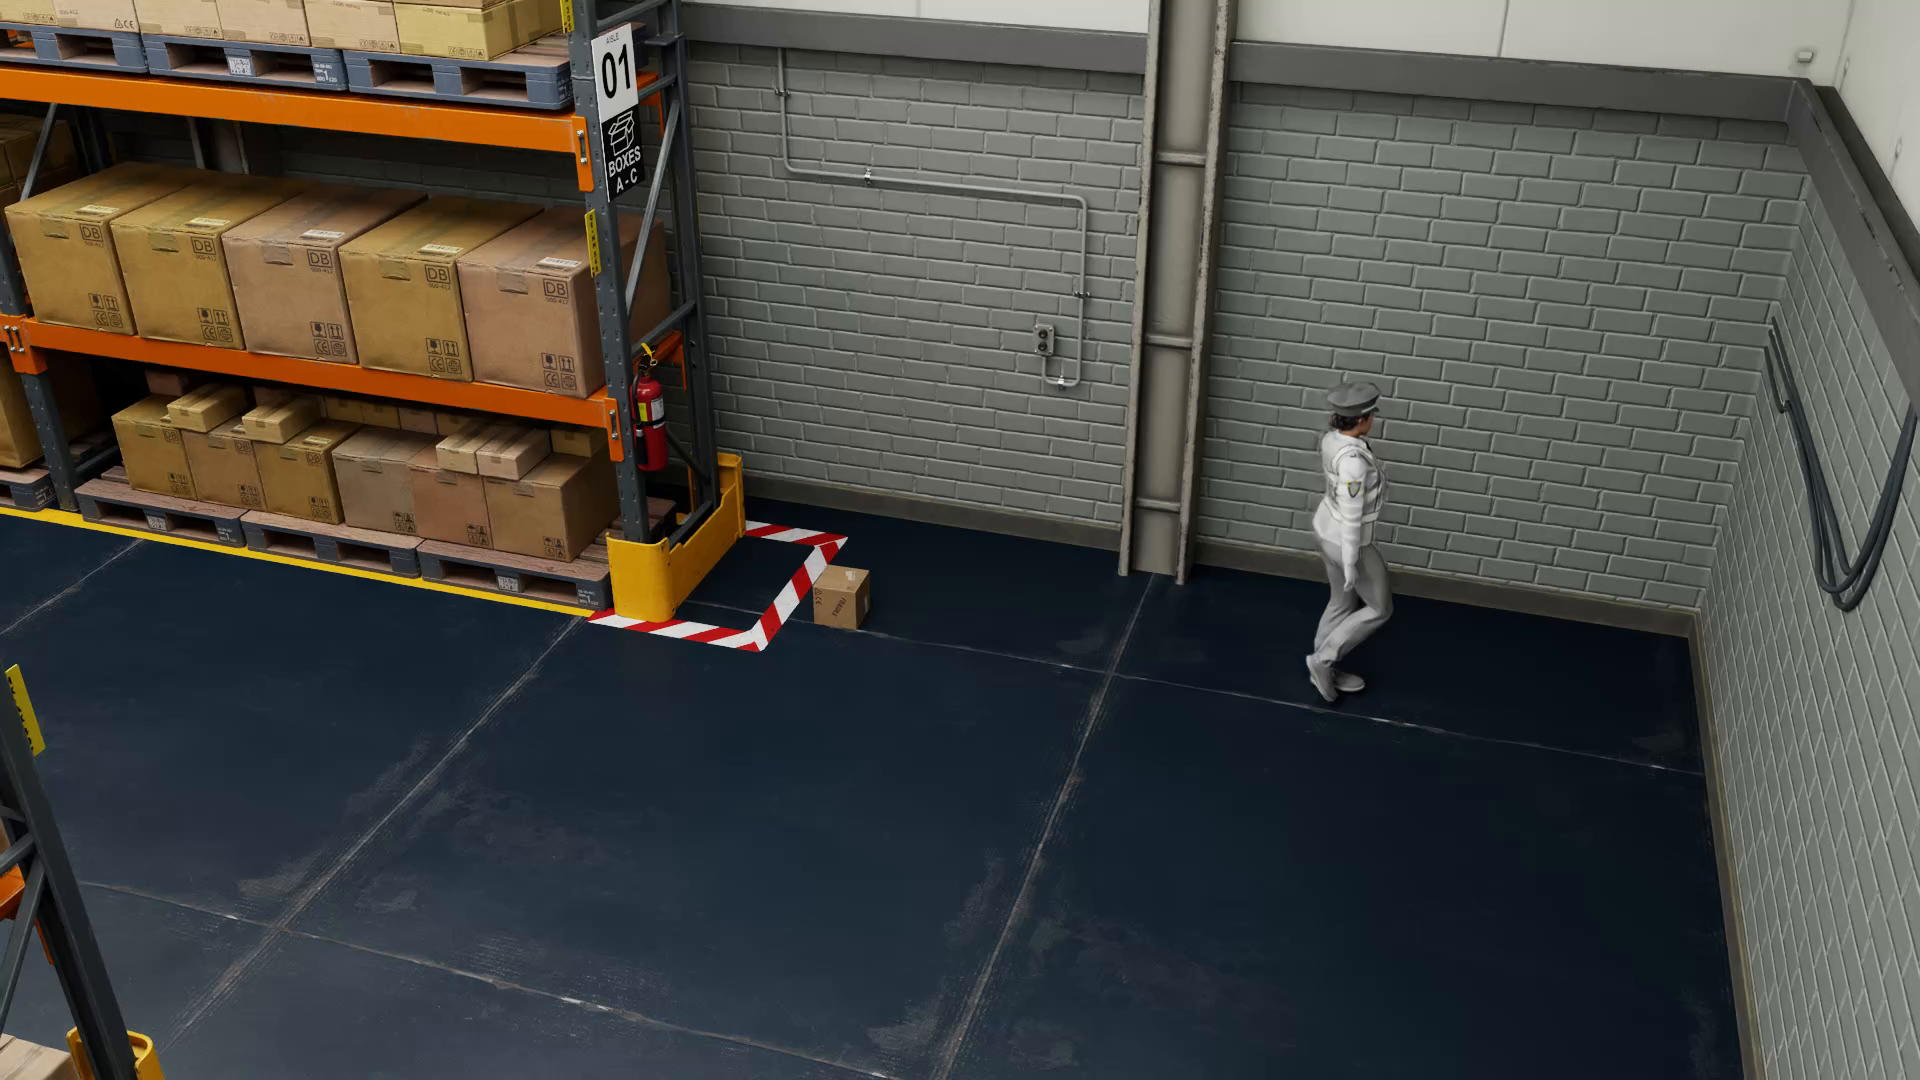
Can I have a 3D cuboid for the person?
[{"bbox_3d":[1.986,0.014,8.429,0.426,1.655,0.544,-1,29,-2],"label":"person"}]
